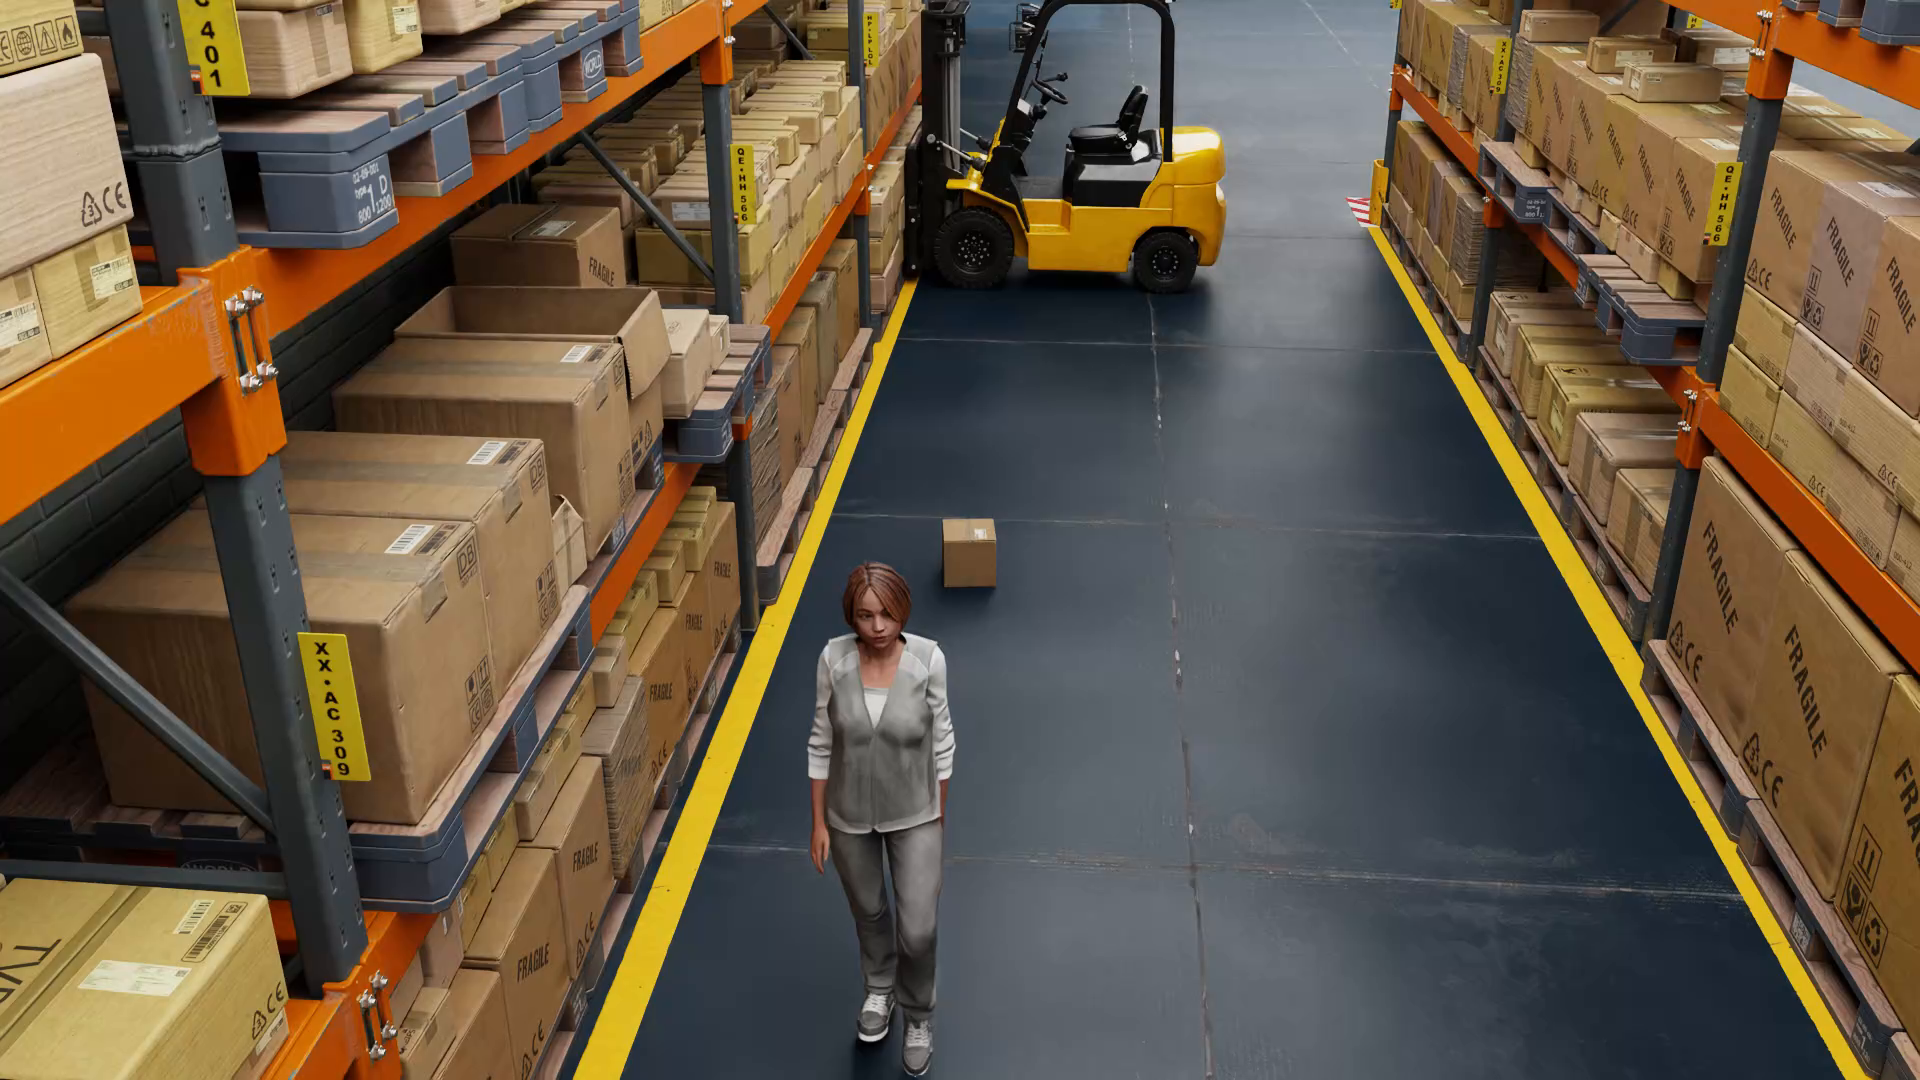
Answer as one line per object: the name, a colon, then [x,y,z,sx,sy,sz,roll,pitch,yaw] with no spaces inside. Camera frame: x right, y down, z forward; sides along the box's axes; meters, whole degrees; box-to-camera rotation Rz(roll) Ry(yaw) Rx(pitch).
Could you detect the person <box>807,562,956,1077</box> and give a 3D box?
person: [-0.228,0.826,4.824,0.412,1.629,0.446,3,25,6]
